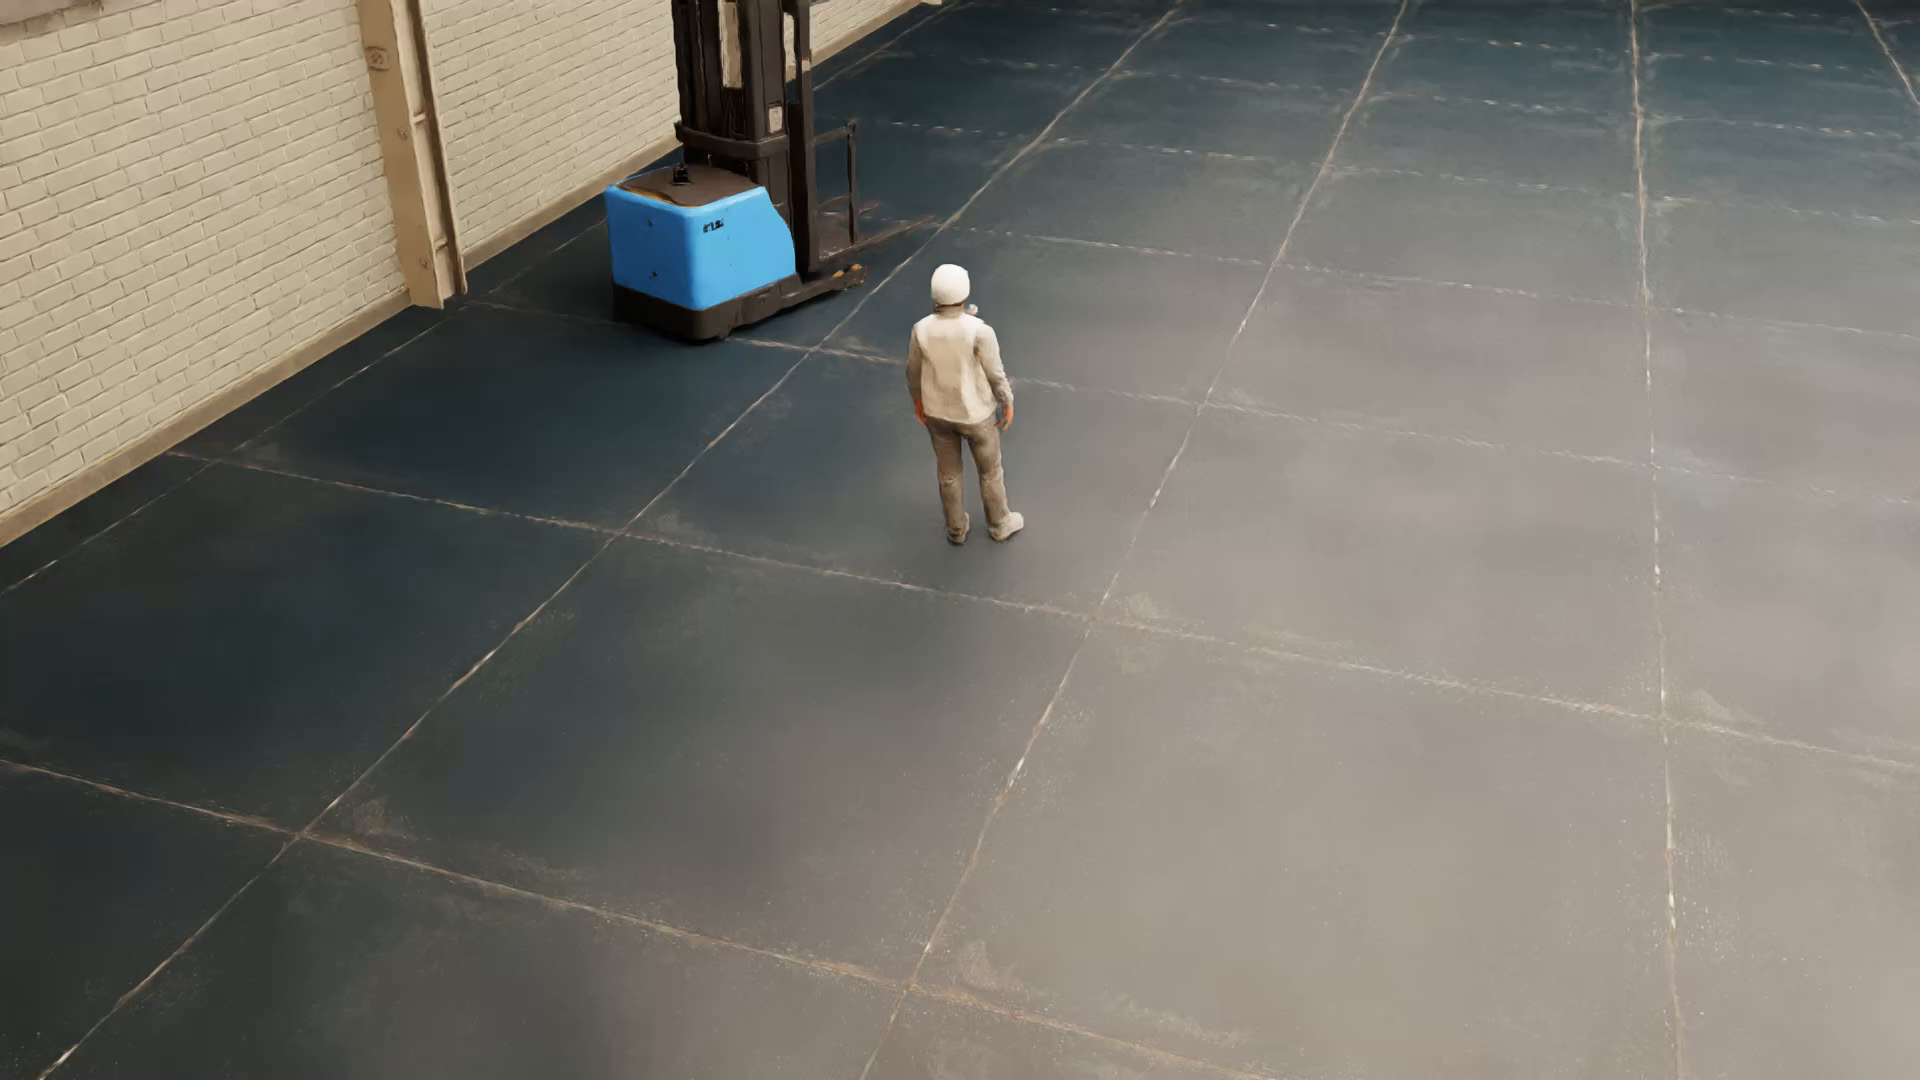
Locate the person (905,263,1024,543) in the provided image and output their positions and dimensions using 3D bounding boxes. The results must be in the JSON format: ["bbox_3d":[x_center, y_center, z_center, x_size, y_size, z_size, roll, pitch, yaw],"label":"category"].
[{"bbox_3d":[0.028,-0.805,9.702,0.632,1.773,0.567,10,31,16],"label":"person"}]

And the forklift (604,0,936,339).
[{"bbox_3d":[-1.417,-3.457,13.200,1.130,2.935,3.031,22,36,33],"label":"forklift"}]
